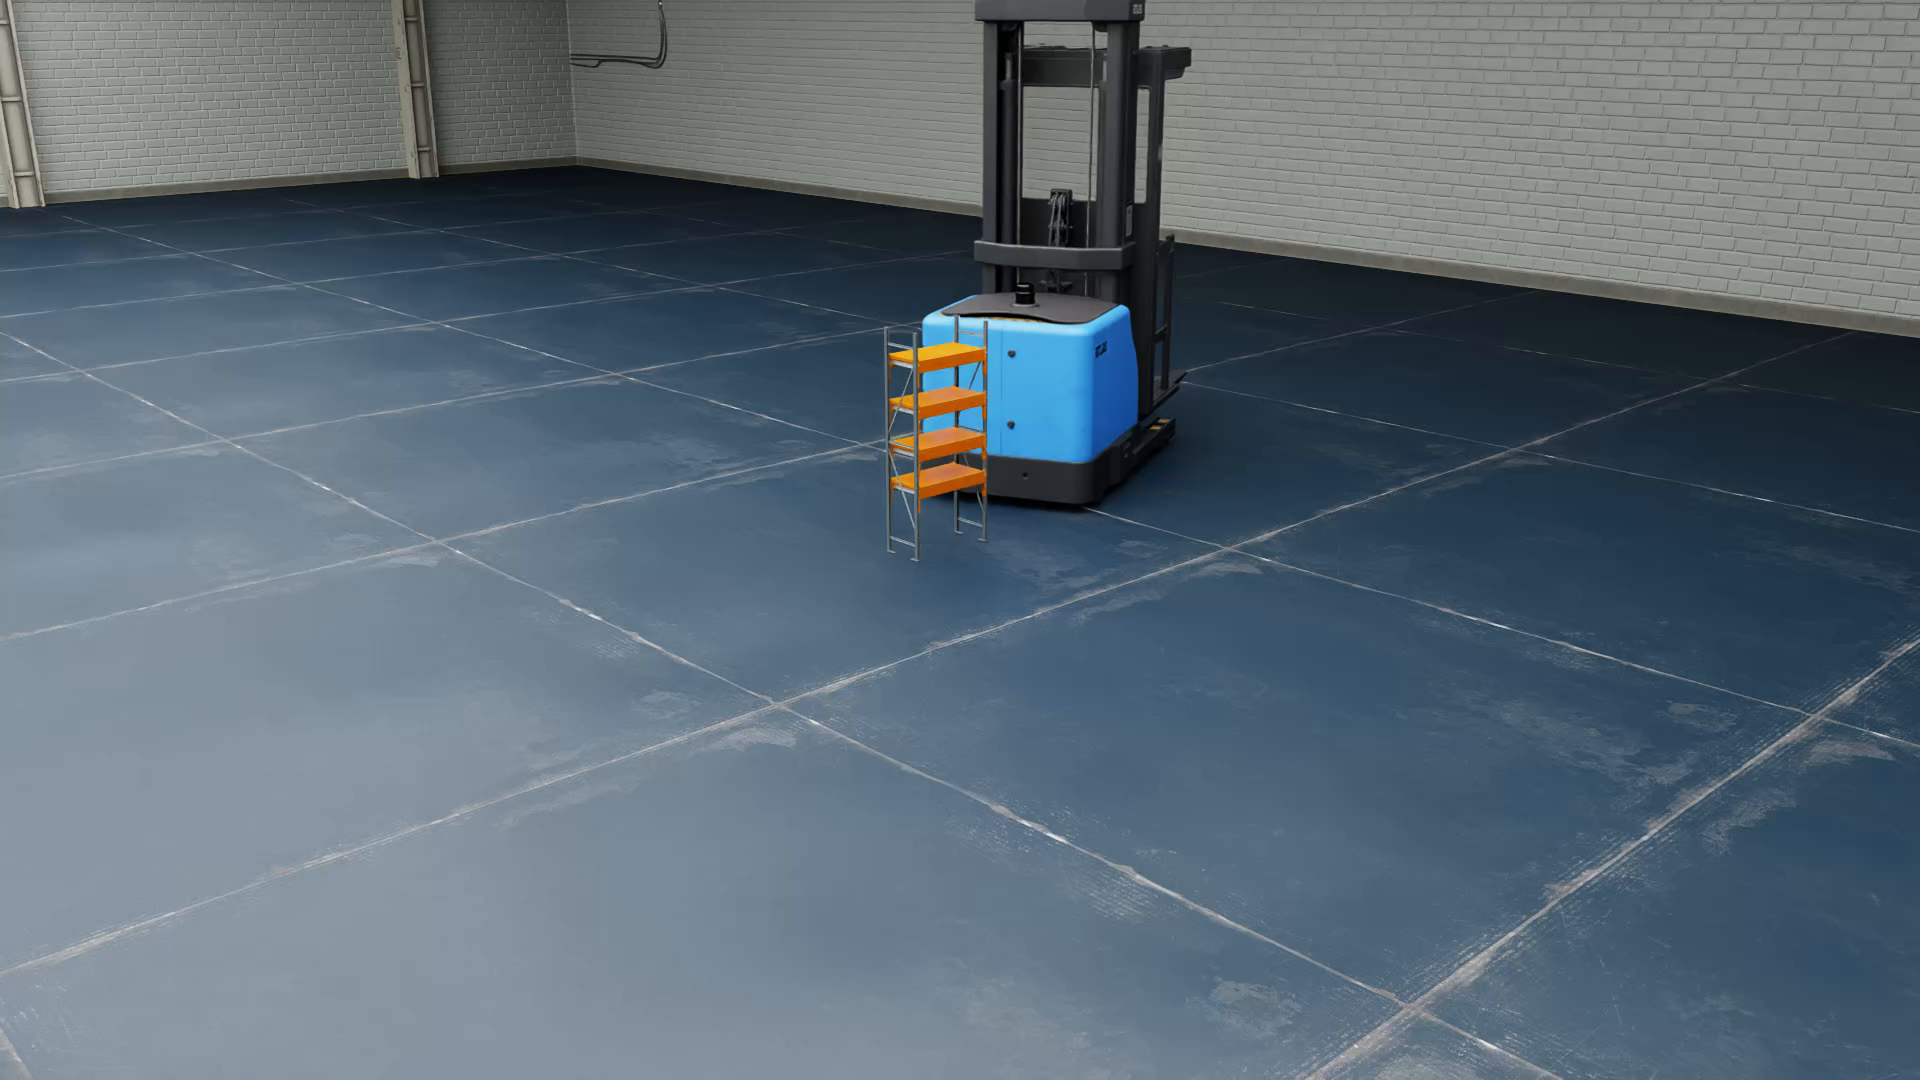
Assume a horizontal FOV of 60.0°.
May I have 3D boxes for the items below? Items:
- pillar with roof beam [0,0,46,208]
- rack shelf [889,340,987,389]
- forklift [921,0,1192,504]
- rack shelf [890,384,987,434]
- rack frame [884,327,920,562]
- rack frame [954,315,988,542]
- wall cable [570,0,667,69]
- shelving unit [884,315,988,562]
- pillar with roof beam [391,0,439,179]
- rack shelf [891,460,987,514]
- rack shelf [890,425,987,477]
[{"bbox_3d":[-10.267,-8.048,19.217,0.400,9.000,9.100,-16,24,-41],"label":"pillar with roof beam"},{"bbox_3d":[-0.120,-0.909,8.570,0.480,0.148,0.258,-16,24,-41],"label":"rack shelf"},{"bbox_3d":[0.778,-2.012,10.436,1.130,2.935,3.031,7,19,20],"label":"forklift"},{"bbox_3d":[-0.120,-0.684,8.643,0.480,0.148,0.258,-16,24,-41],"label":"rack shelf"},{"bbox_3d":[-0.298,-0.484,8.532,0.015,1.200,0.240,-16,24,-41],"label":"rack frame"},{"bbox_3d":[0.057,-0.587,8.851,0.015,1.200,0.240,-16,24,-41],"label":"rack frame"},{"bbox_3d":[-5.816,-9.135,27.604,0.112,2.526,3.097,-16,24,-41],"label":"wall cable"},{"bbox_3d":[-0.120,-0.536,8.691,0.503,1.200,0.258,-16,24,-41],"label":"shelving unit"},{"bbox_3d":[-5.907,-9.320,23.139,0.400,9.000,9.100,-16,24,-41],"label":"pillar with roof beam"},{"bbox_3d":[-0.120,-0.283,8.773,0.480,0.148,0.258,-16,24,-41],"label":"rack shelf"},{"bbox_3d":[-0.120,-0.472,8.712,0.480,0.148,0.258,-16,24,-41],"label":"rack shelf"}]
